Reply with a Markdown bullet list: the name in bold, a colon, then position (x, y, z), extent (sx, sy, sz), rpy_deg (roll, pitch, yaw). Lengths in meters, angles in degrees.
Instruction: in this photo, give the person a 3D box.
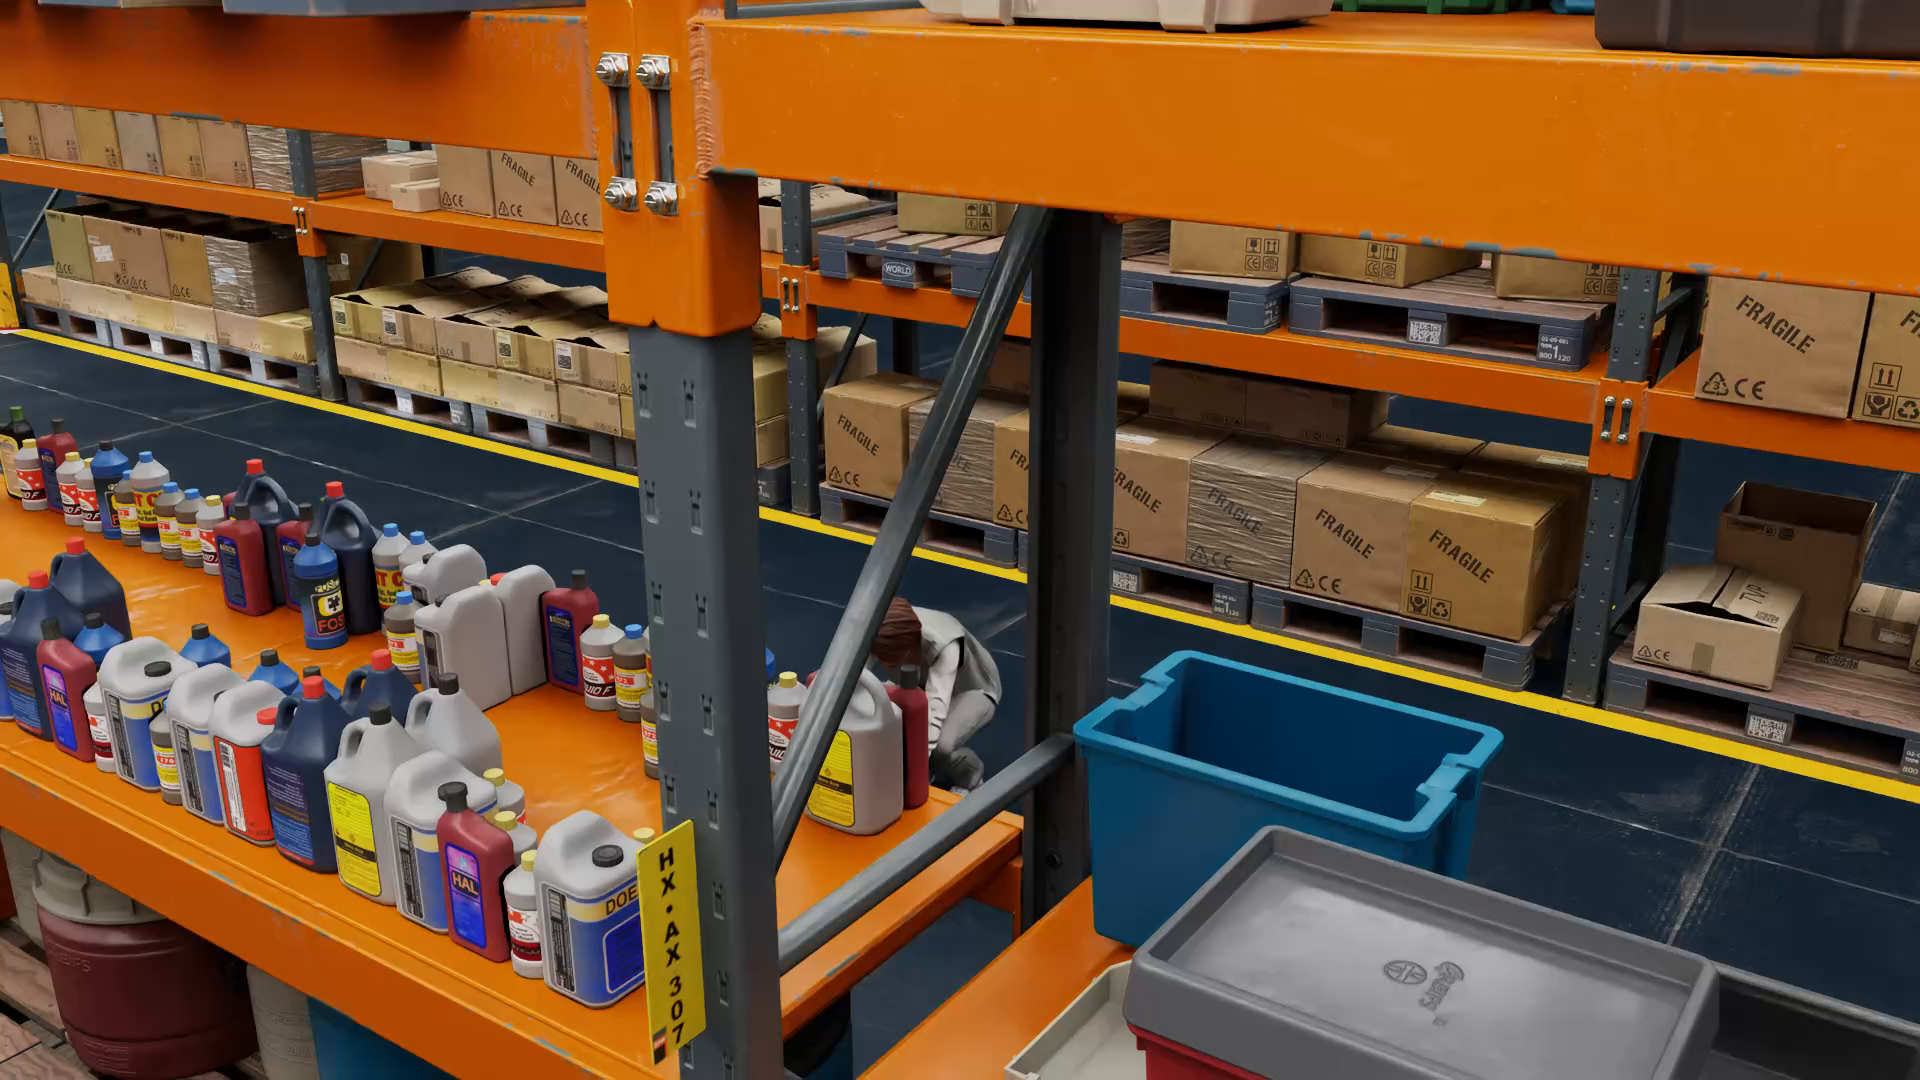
- **person**: position (-0.153, 0.538, 5.661), extent (0.452, 0.889, 0.814), rpy_deg (13, 24, 32)
